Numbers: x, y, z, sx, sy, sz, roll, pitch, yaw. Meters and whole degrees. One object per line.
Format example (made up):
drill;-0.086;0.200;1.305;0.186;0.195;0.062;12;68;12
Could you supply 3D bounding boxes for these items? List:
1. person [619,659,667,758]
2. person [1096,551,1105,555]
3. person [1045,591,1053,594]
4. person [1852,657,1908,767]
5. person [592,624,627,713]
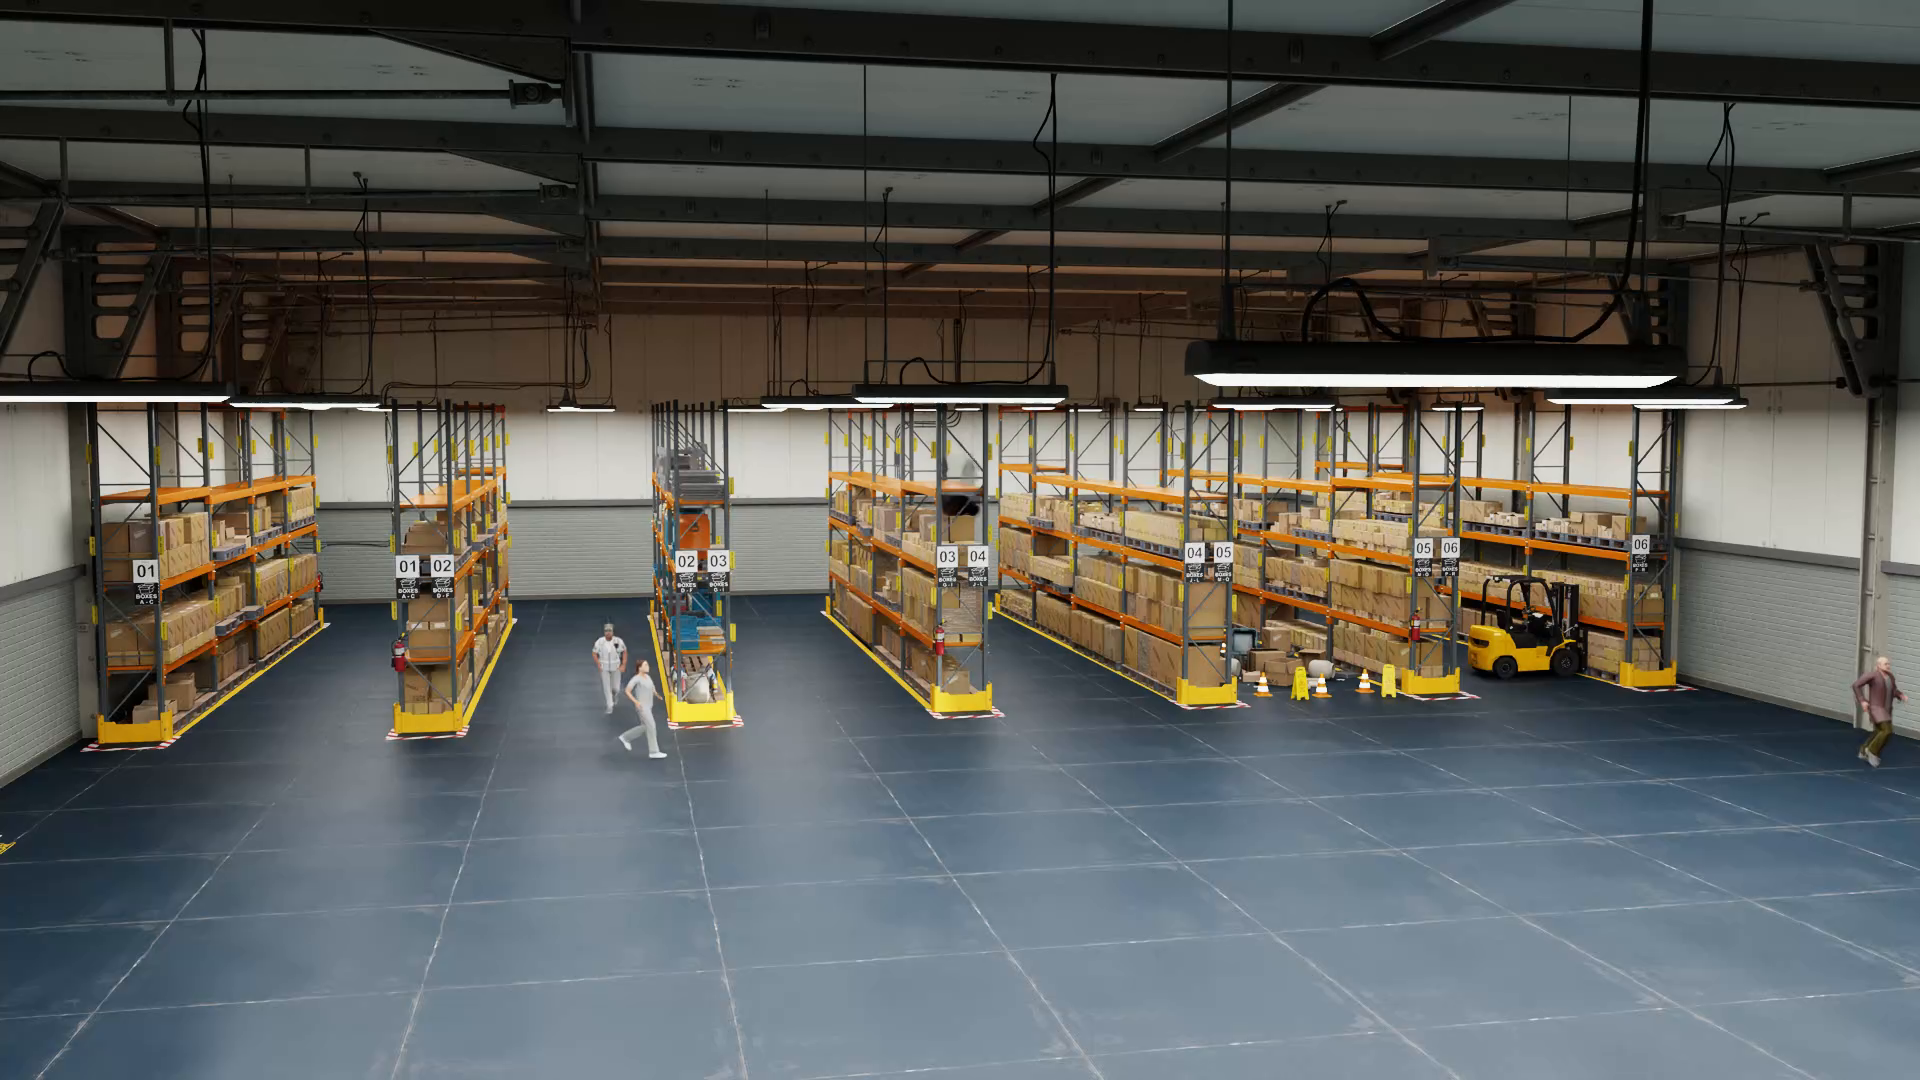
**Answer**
person;-5.313;2.794;27.735;0.907;1.645;0.593;1;5;19
person;4.489;1.126;50.684;0.711;1.625;0.610;-1;5;-18
person;2.640;1.080;49.676;0.697;1.775;0.929;-3;6;-39
person;15.044;2.805;27.142;0.701;1.792;0.766;-2;5;-25
person;-6.754;2.456;32.071;0.667;1.725;0.622;-1;4;-12
